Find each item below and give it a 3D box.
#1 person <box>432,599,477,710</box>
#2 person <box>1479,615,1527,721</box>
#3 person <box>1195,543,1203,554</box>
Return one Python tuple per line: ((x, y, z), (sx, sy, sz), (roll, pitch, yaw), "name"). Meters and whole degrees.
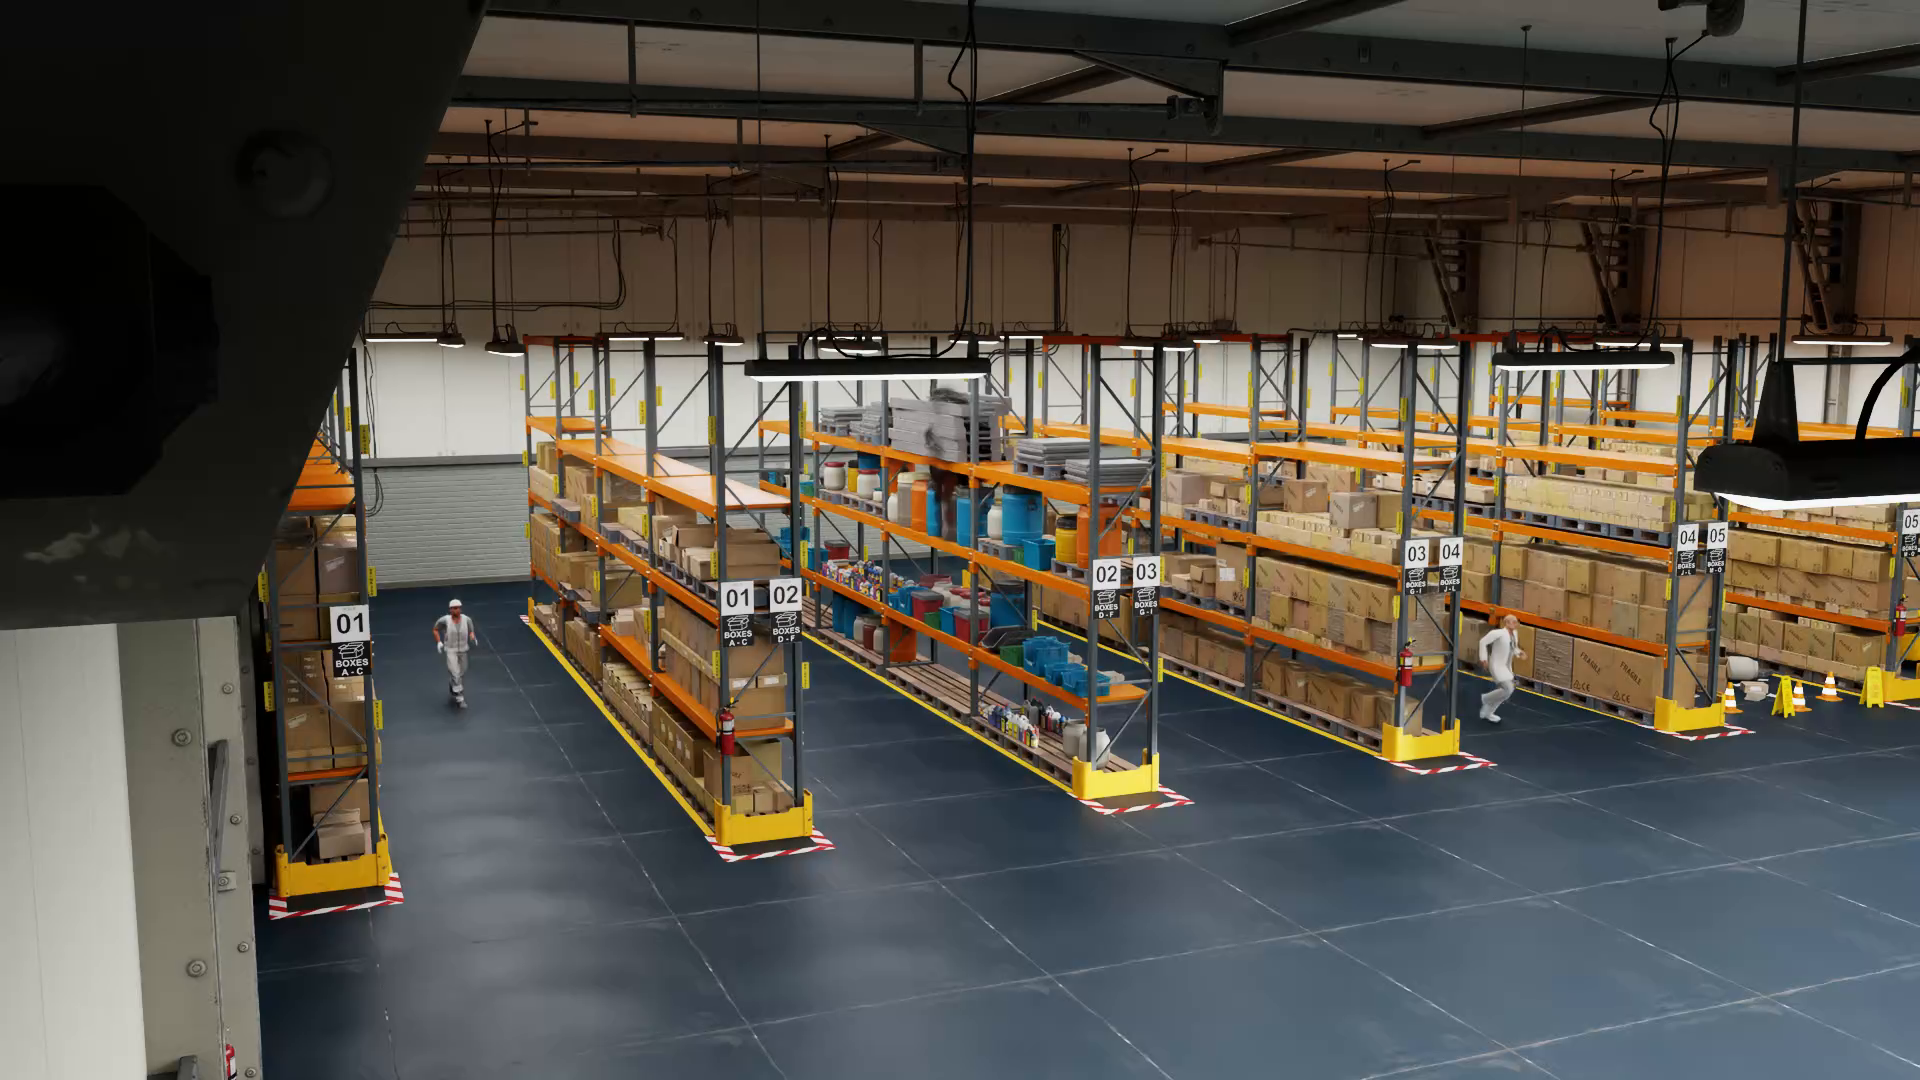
((-8.304, 1.832, 27.314), (0.631, 1.779, 0.954), (-5, 9, -35), "person")
((8.523, 2.018, 26.088), (0.674, 1.700, 0.736), (-7, 11, -44), "person")
((5.994, -0.006, 41.525), (0.760, 1.691, 0.706), (4, 8, 26), "person")
